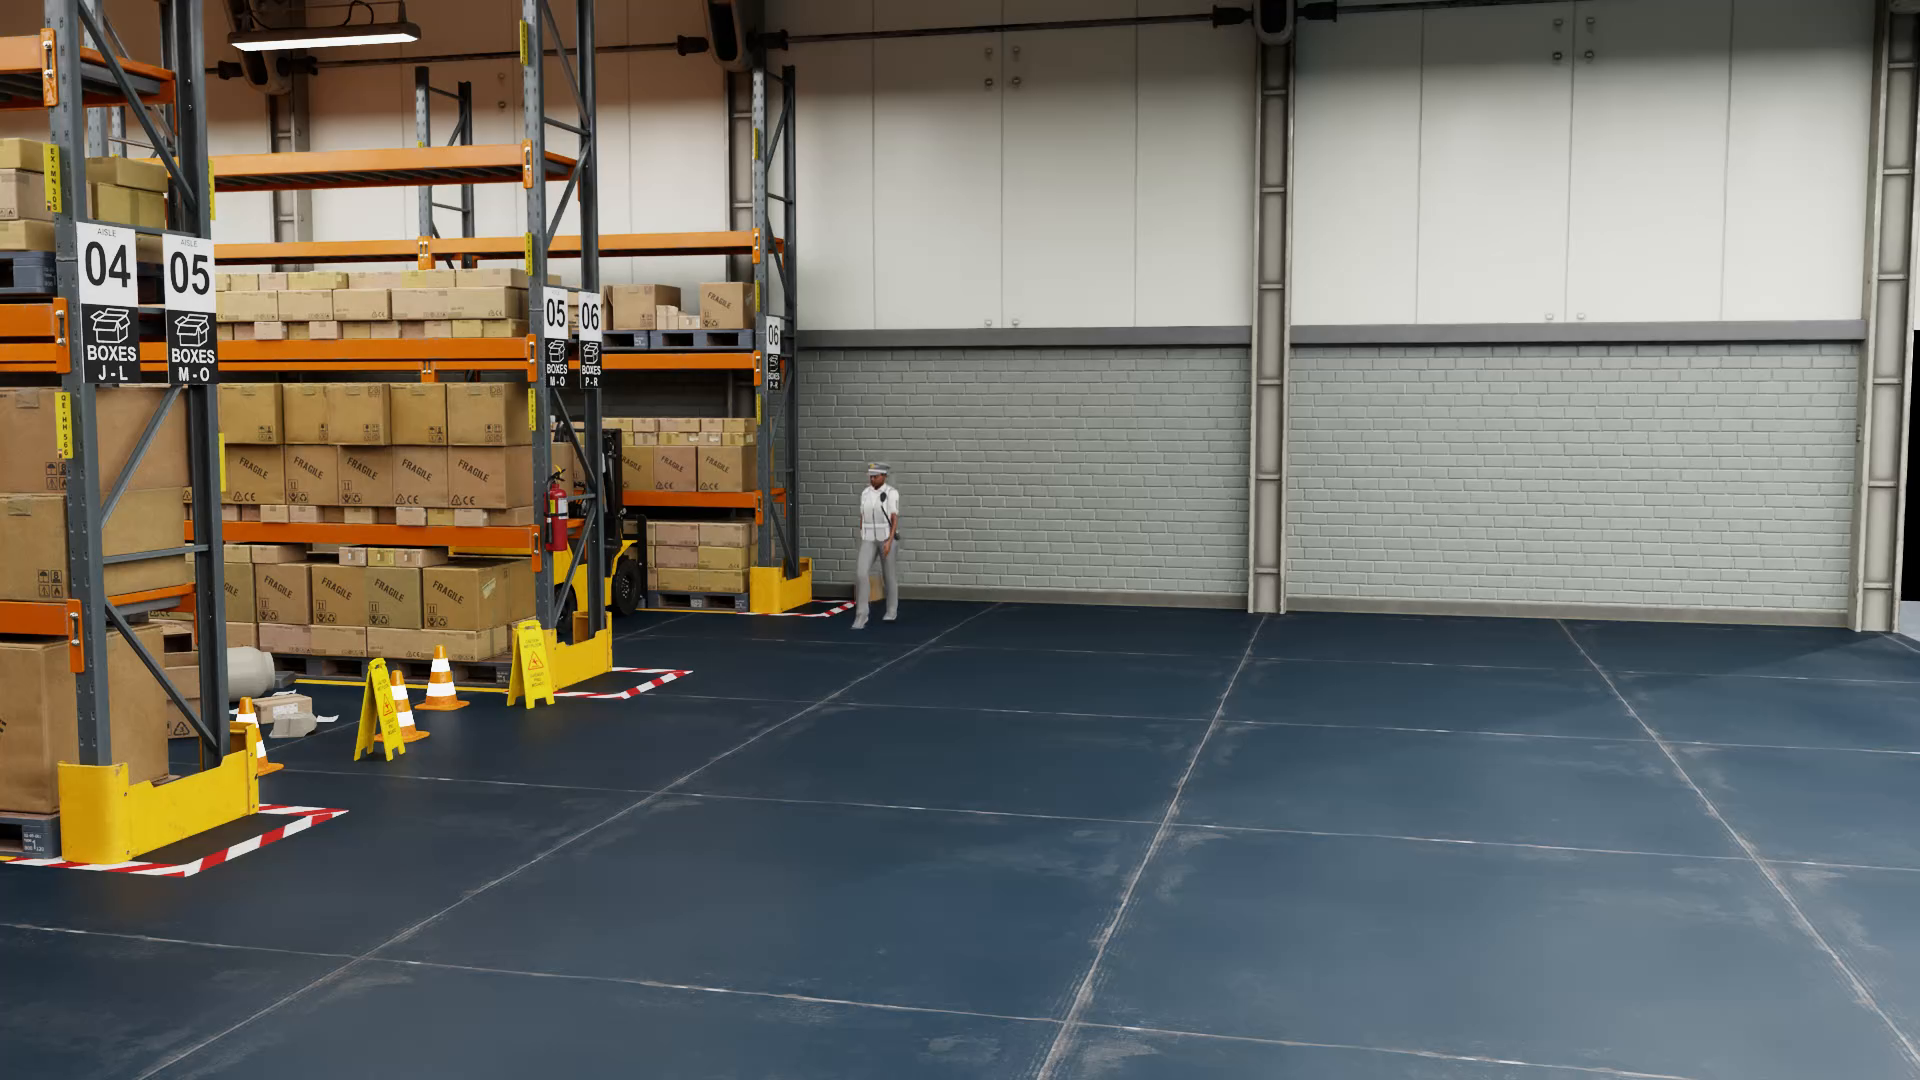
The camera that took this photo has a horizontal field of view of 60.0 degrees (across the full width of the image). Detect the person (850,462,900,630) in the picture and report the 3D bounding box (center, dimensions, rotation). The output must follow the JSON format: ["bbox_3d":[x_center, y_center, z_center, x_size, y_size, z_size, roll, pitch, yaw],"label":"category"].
[{"bbox_3d":[-0.844,0.054,16.956,0.457,1.699,0.745,2,5,18],"label":"person"}]
